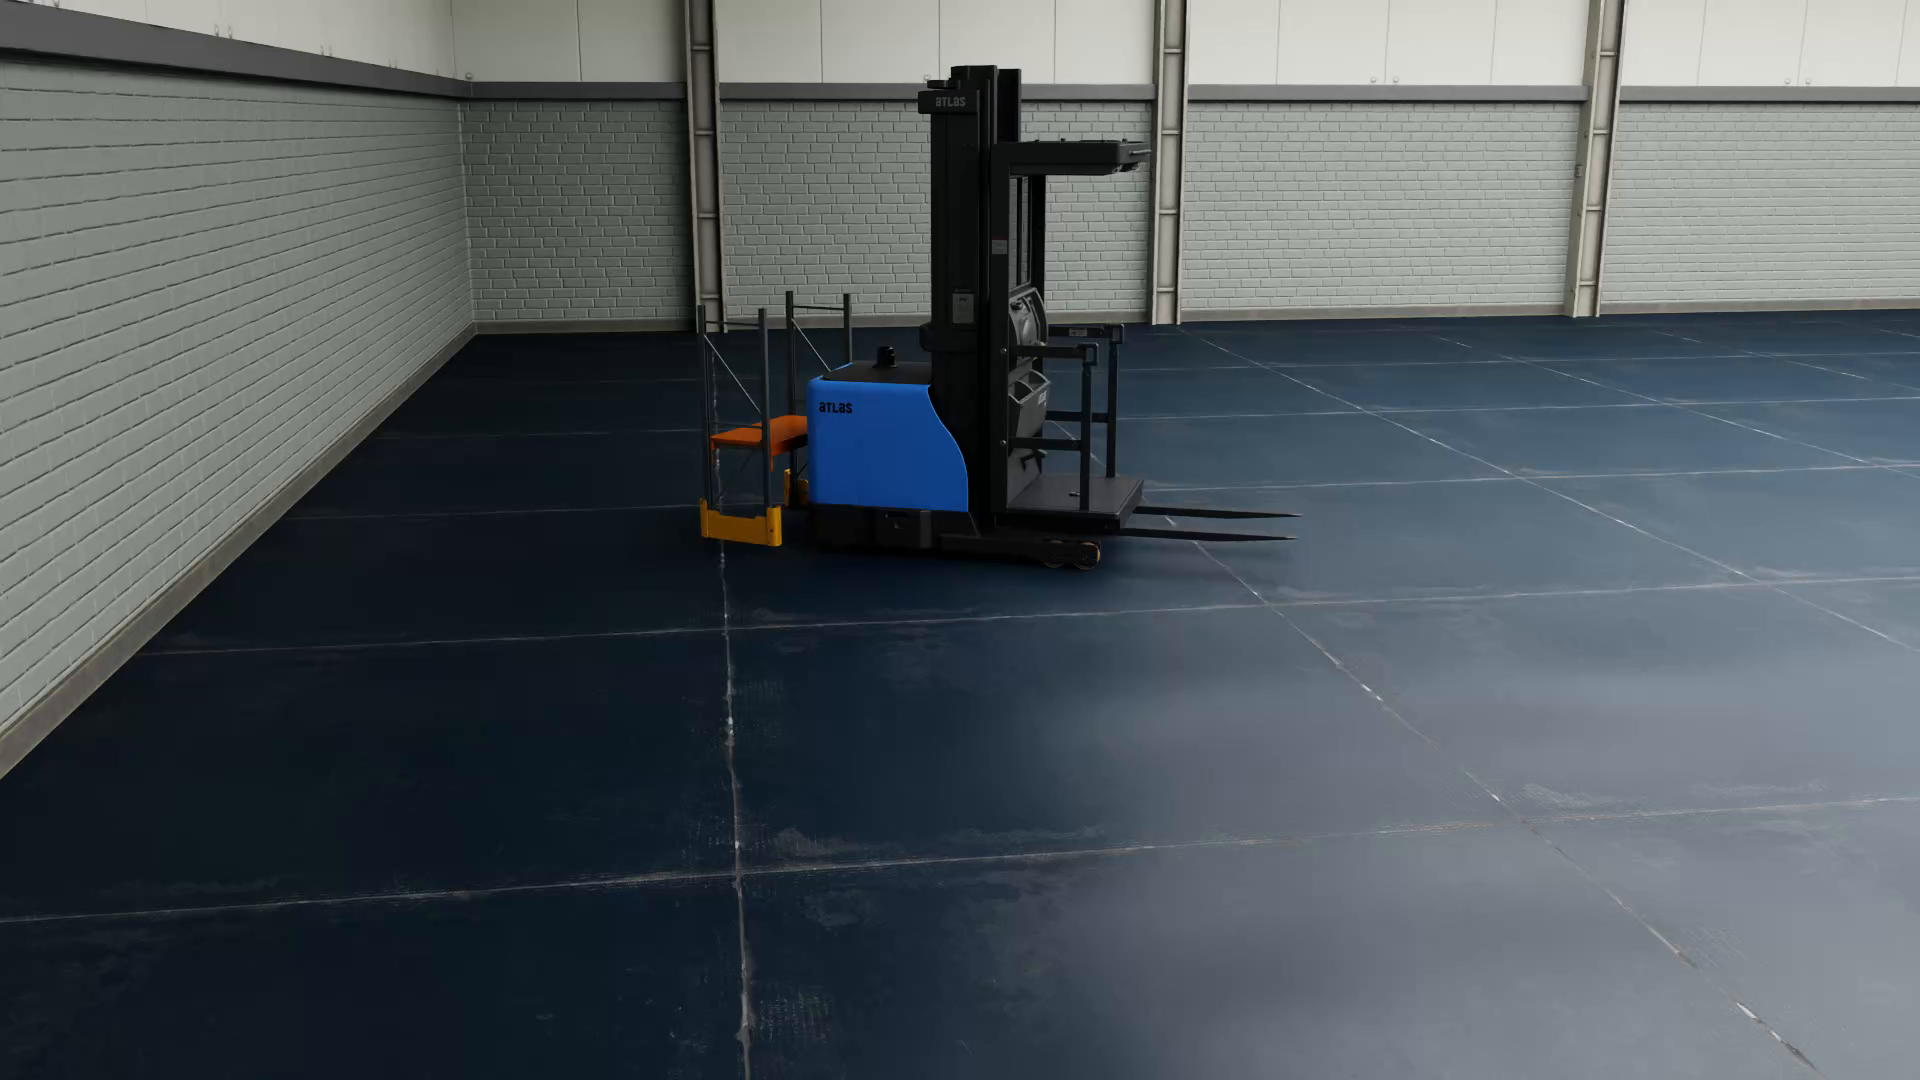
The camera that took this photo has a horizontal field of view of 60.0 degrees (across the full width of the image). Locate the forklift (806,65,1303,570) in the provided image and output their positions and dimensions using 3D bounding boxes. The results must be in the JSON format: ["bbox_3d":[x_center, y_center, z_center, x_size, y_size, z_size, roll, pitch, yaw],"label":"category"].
[{"bbox_3d":[0.610,-1.384,10.216,3.031,2.935,1.130,3,14,14],"label":"forklift"}]

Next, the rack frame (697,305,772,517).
[{"bbox_3d":[-1.420,-0.722,10.519,0.500,1.500,0.032,7,16,26],"label":"rack frame"}]

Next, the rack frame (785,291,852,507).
[{"bbox_3d":[-0.958,-0.943,11.398,0.500,1.500,0.032,7,16,26],"label":"rack frame"}]

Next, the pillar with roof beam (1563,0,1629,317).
[{"bbox_3d":[9.304,-6.462,17.989,0.400,9.000,9.100,-2,14,-8],"label":"pillar with roof beam"}]

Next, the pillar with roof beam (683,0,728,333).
[{"bbox_3d":[-2.562,-6.027,16.255,0.400,9.000,9.100,-2,14,-8],"label":"pillar with roof beam"}]

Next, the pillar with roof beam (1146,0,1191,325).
[{"bbox_3d":[3.371,-6.244,17.122,0.400,9.000,9.100,-2,14,-8],"label":"pillar with roof beam"}]

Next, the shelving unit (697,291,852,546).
[{"bbox_3d":[-1.185,-0.835,10.966,0.587,1.500,1.083,7,16,26],"label":"shelving unit"}]

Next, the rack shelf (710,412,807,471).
[{"bbox_3d":[-1.189,-0.658,11.002,0.538,0.185,1.000,7,16,26],"label":"rack shelf"}]

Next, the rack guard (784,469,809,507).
[{"bbox_3d":[-0.959,-0.336,11.549,0.587,0.250,0.087,7,16,26],"label":"rack guard"}]

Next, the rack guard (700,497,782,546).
[{"bbox_3d":[-1.411,-0.120,10.688,0.587,0.250,0.087,7,16,26],"label":"rack guard"}]
